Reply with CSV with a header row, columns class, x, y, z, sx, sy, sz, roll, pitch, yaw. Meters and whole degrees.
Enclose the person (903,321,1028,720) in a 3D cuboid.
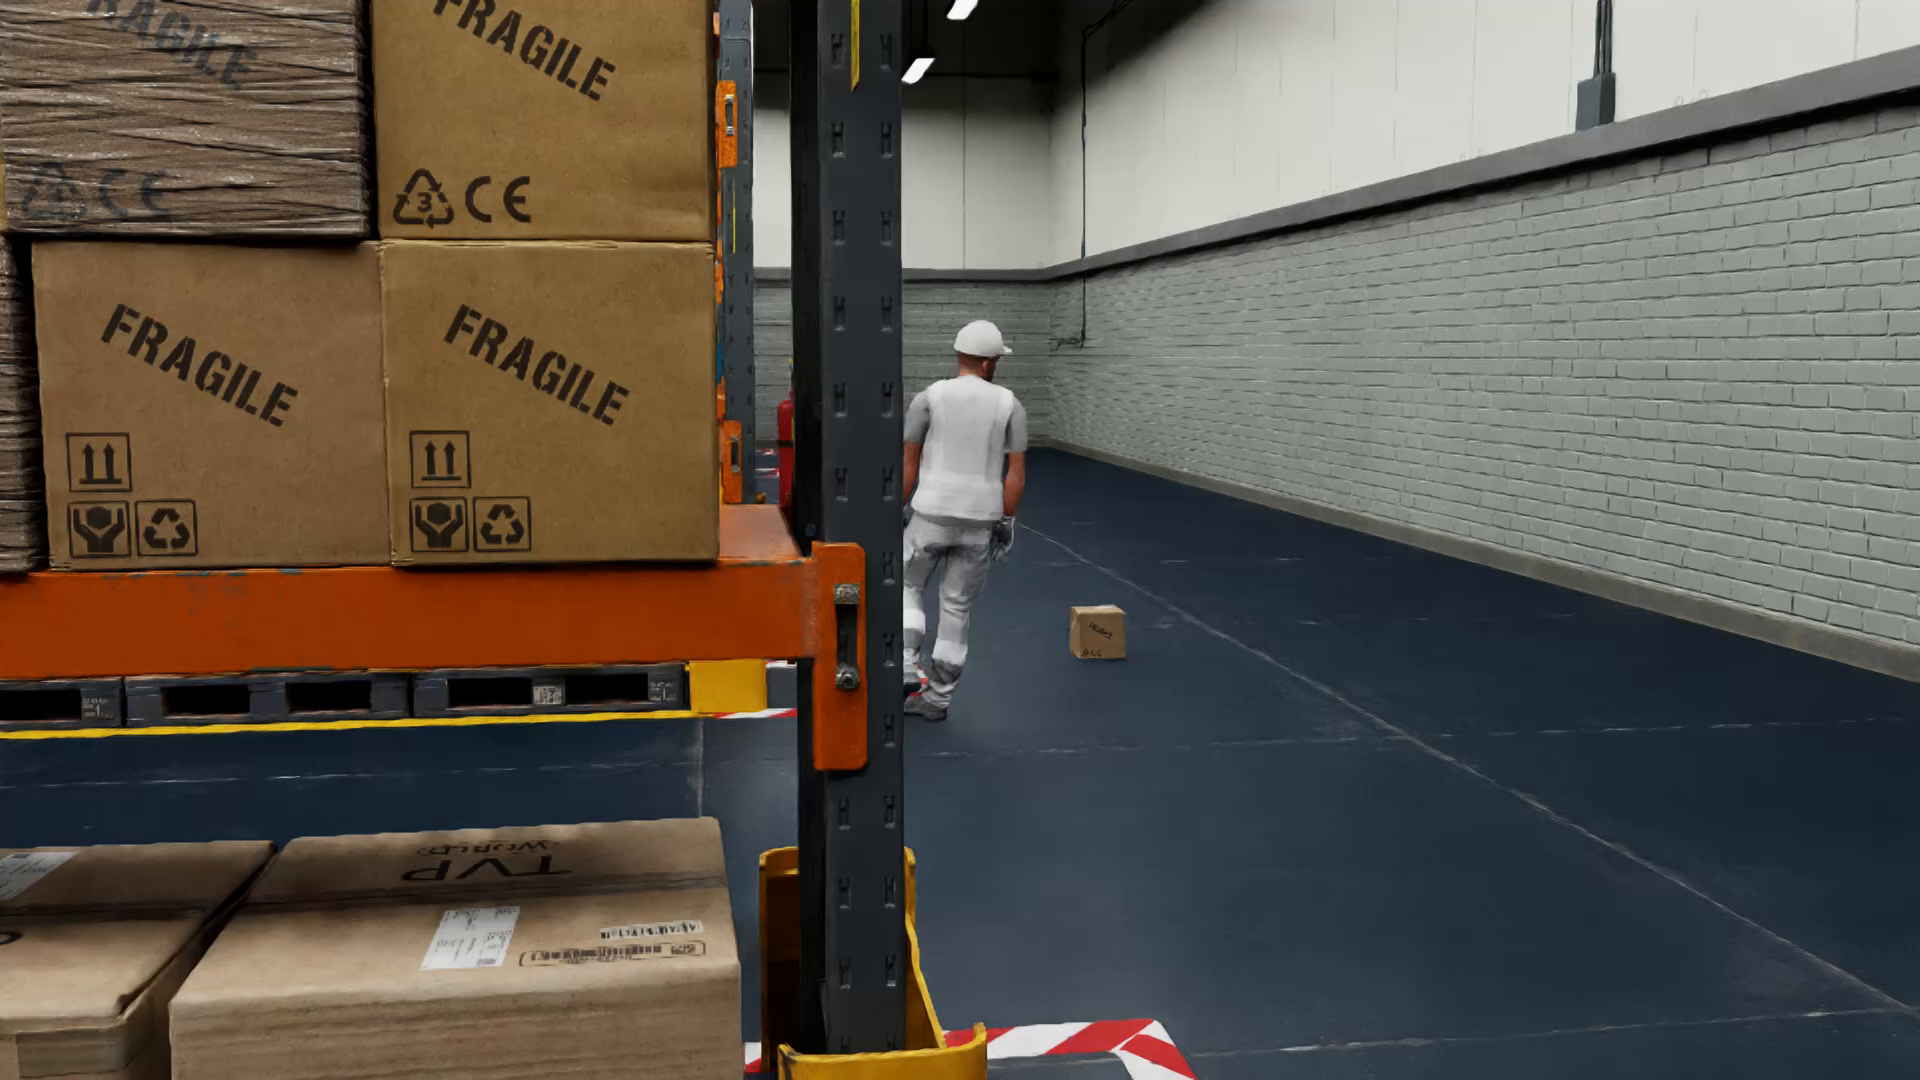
class,x,y,z,sx,sy,sz,roll,pitch,yaw
person,-0.058,-0.082,7.413,0.687,1.776,0.436,-1,7,-11
